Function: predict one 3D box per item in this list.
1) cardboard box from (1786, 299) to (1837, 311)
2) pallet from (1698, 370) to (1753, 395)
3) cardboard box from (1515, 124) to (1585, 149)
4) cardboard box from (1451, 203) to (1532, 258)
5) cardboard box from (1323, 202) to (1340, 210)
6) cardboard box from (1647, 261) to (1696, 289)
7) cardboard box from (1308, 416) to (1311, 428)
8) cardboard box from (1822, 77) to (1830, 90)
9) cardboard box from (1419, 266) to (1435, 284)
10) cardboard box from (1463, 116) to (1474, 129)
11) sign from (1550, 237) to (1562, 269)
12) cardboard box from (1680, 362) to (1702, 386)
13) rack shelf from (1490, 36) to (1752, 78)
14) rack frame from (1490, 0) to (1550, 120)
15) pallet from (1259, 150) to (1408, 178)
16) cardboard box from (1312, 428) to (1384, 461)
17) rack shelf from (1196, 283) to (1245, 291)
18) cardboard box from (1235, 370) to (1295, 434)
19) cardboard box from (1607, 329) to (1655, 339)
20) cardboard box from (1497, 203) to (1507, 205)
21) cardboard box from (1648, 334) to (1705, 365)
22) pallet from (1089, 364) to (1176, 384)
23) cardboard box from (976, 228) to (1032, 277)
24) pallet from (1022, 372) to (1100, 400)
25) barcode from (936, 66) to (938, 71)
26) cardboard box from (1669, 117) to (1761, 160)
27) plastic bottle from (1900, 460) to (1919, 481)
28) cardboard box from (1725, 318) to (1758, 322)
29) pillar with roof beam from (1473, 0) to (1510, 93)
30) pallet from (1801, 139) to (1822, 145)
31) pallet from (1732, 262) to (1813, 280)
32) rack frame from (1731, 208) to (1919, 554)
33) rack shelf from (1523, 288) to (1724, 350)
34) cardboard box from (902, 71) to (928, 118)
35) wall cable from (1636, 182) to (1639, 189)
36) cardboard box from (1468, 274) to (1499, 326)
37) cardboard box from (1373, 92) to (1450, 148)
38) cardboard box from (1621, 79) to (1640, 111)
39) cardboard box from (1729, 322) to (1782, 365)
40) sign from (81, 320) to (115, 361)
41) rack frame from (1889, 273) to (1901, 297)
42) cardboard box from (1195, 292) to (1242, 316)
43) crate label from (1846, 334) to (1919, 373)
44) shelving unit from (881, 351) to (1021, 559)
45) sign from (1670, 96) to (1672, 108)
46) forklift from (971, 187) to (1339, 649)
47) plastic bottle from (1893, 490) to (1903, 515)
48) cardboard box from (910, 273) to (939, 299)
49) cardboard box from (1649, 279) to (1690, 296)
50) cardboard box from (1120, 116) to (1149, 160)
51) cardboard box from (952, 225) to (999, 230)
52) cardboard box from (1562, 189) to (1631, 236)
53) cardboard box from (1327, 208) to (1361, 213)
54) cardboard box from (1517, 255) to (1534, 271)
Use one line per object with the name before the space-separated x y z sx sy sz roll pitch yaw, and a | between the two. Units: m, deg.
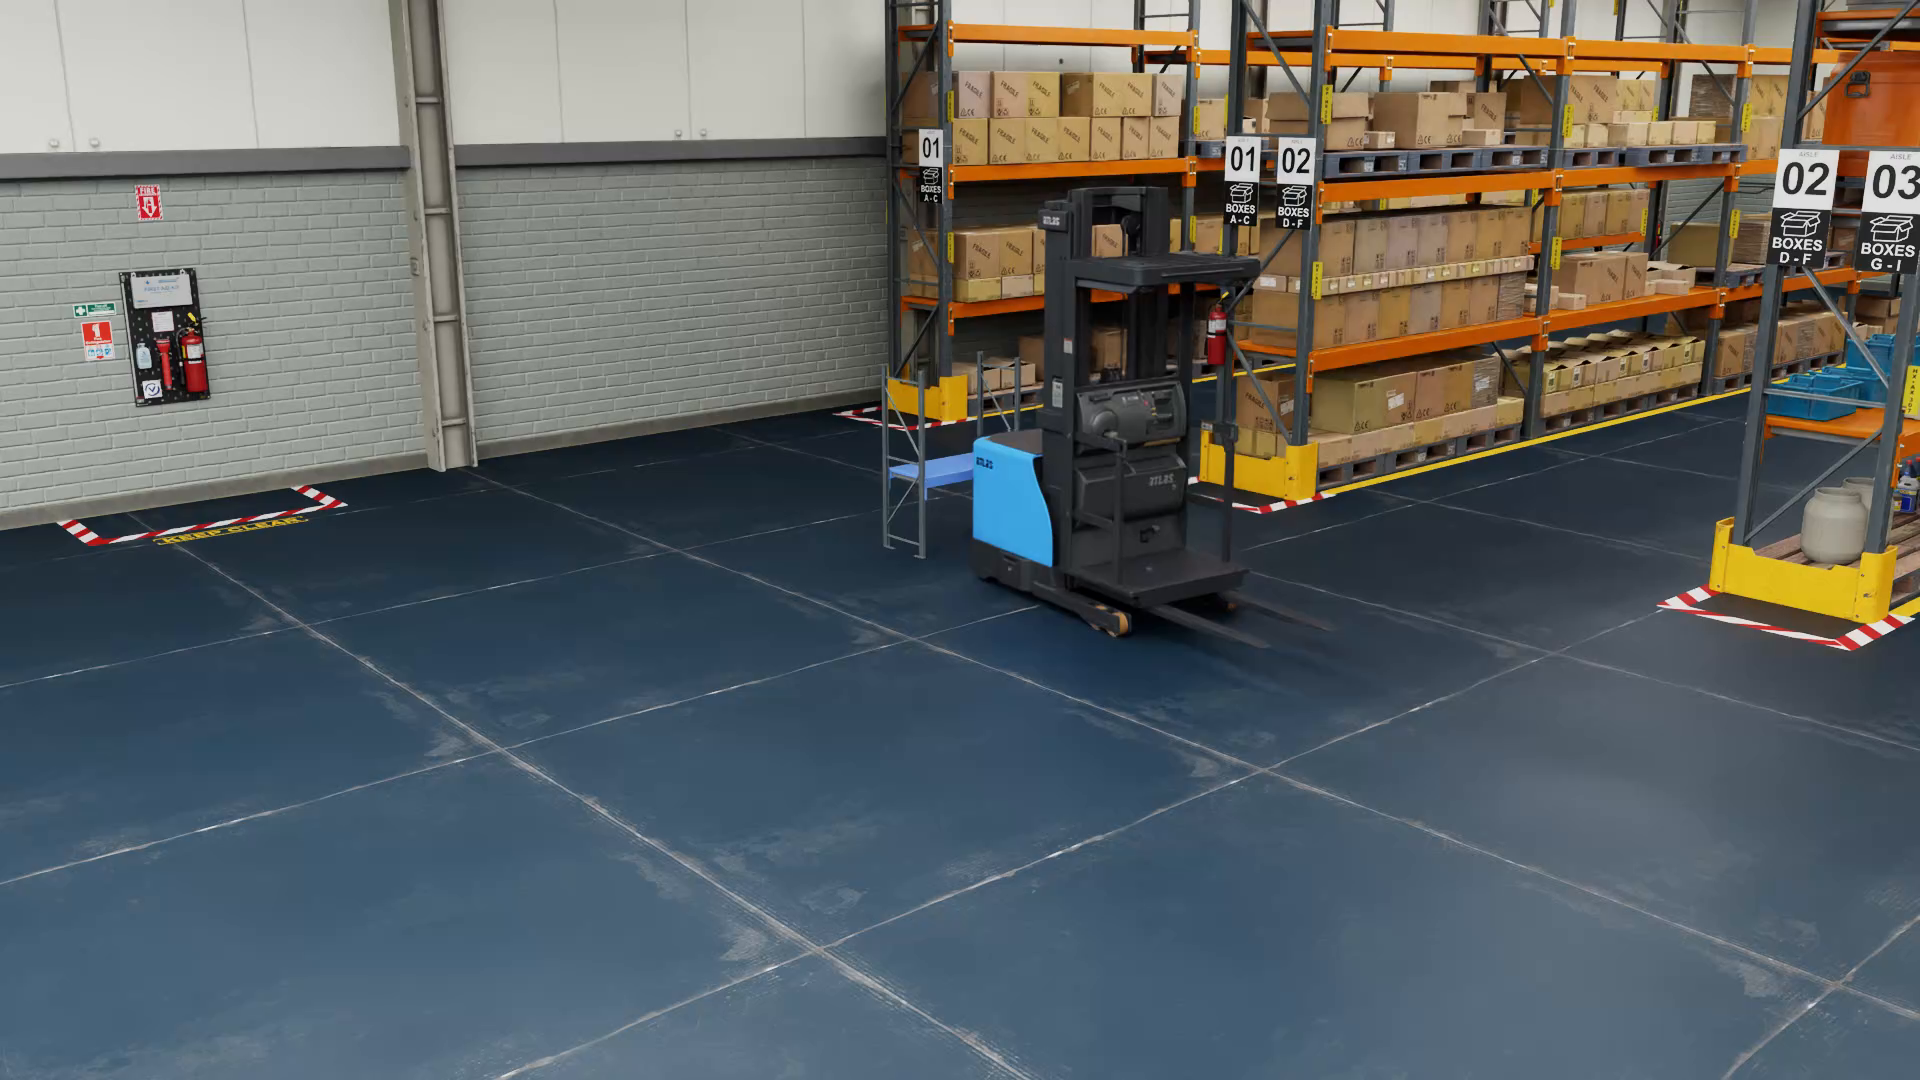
cardboard box | 12.090 -3.135 23.664 0.500 0.500 0.500 -13 19 -39
pallet | 9.417 -2.072 21.099 1.213 0.211 1.003 -13 19 -39
cardboard box | 6.282 -4.305 17.719 0.500 0.250 0.500 -10 18 -34
cardboard box | 5.481 -3.222 17.291 0.500 0.500 0.700 -13 19 -39
cardboard box | 5.101 -4.717 23.293 0.380 0.149 0.250 12 19 38
cardboard box | 8.526 -3.204 20.106 0.500 0.311 0.500 -11 19 -36
cardboard box | 3.374 -1.055 16.402 0.500 0.250 0.500 -13 19 -39
cardboard box | 12.188 -6.048 22.638 0.500 0.500 0.700 -13 19 -39
cardboard box | 4.391 -2.592 16.190 0.250 0.149 0.380 -12 19 -39
cardboard box | 4.851 -4.174 16.839 0.500 0.311 0.500 -14 20 -42
sign | 6.177 -2.972 17.231 0.005 0.325 0.100 -13 19 -39
cardboard box | 8.592 -2.038 20.083 0.500 0.250 0.500 -12 19 -38
rack shelf | 7.320 -5.319 18.396 4.000 0.370 1.077 -13 19 -39
rack frame | 8.592 -7.840 25.664 0.127 3.000 1.000 -13 19 -39
pallet | 3.344 -3.466 15.274 1.213 0.211 1.003 -13 19 -39
cardboard box | 3.719 -0.953 16.018 0.500 0.250 0.500 -13 19 -39
rack shelf | 4.065 -3.578 22.726 4.000 0.370 1.077 -13 19 -39
cardboard box | 3.003 -1.331 15.981 0.500 0.500 0.500 -13 19 -39
cardboard box | 8.241 -2.414 20.404 0.500 0.311 0.500 -12 19 -38
cardboard box | 8.030 -4.928 25.577 0.500 0.500 0.500 -12 19 -39
cardboard box | 8.595 -2.309 20.010 0.500 0.311 0.500 -12 19 -38
pallet | 2.073 -2.119 21.273 1.213 0.211 1.003 -13 19 -39
cardboard box | 0.476 -3.313 19.138 0.500 0.500 0.500 -13 19 -39
pallet | 1.152 -1.911 20.495 1.213 0.211 1.003 -13 19 -39
barcode | -0.254 -5.397 19.036 0.075 0.075 0.001 -13 19 -39
cardboard box | 9.136 -4.878 20.195 0.500 0.500 0.910 -13 19 -39
plastic bottle | 8.036 -0.503 14.100 0.185 0.351 0.144 -14 20 -42
cardboard box | 10.163 -2.687 21.989 0.500 0.500 0.500 -14 20 -41
pillar with roof beam | 11.378 -7.289 23.601 0.400 9.000 9.100 -13 19 -39
pallet | 10.528 -5.063 21.445 1.003 0.211 1.213 -13 19 -39
pallet | 10.293 -3.538 21.555 1.213 0.211 1.003 -13 19 -39
rack frame | 6.042 -0.980 11.608 0.127 3.000 1.000 -13 19 -39
rack shelf | 7.320 -2.614 19.118 4.000 0.370 1.077 -13 19 -39
cardboard box | -0.307 -5.023 18.760 0.500 0.500 0.500 -12 19 -37
wall cable | 11.954 -6.511 30.346 1.851 1.984 0.084 -13 19 -39
cardboard box | 5.087 -2.504 17.119 0.500 0.500 0.700 -13 20 -40
cardboard box | 4.226 -3.941 15.602 0.500 0.500 0.500 -13 19 -39
cardboard box | 10.851 -7.350 27.471 0.500 0.500 0.500 -12 19 -38
cardboard box | 10.133 -2.501 21.290 0.500 0.500 0.500 -13 20 -40
sign | -7.401 -1.712 14.278 0.234 0.329 0.001 -13 19 -39
rack frame | 14.864 -4.656 25.367 0.127 3.000 1.000 -13 19 -39
cardboard box | 3.431 -3.157 22.295 0.500 0.250 0.500 -13 20 -41
crate label | 7.253 -1.362 12.967 0.616 0.435 0.502 -13 19 -39
shelving unit | -0.064 -0.710 13.502 1.048 1.500 0.538 -13 19 -39
sign | 11.955 -7.350 28.080 0.005 0.325 0.100 -13 19 -39
forklift | 1.323 -0.900 11.440 1.130 2.935 3.031 -10 18 -33
plastic bottle | 7.688 -0.311 13.672 0.097 0.201 0.097 0 15 0
cardboard box | -0.236 -2.963 19.283 0.500 0.250 0.500 -12 19 -39
cardboard box | 8.332 -2.973 19.554 0.250 0.149 0.380 -13 19 -39
cardboard box | 1.948 -4.877 20.150 0.500 0.500 0.500 14 20 42
cardboard box | 0.141 -3.413 19.514 0.500 0.500 0.500 -12 19 -39
cardboard box | 10.689 -5.551 28.136 0.700 0.700 0.980 -13 20 -40
cardboard box | 5.226 -4.444 23.527 0.700 0.500 0.500 13 20 40
cardboard box | 5.747 -2.897 17.332 0.250 0.149 0.380 -13 20 -39
